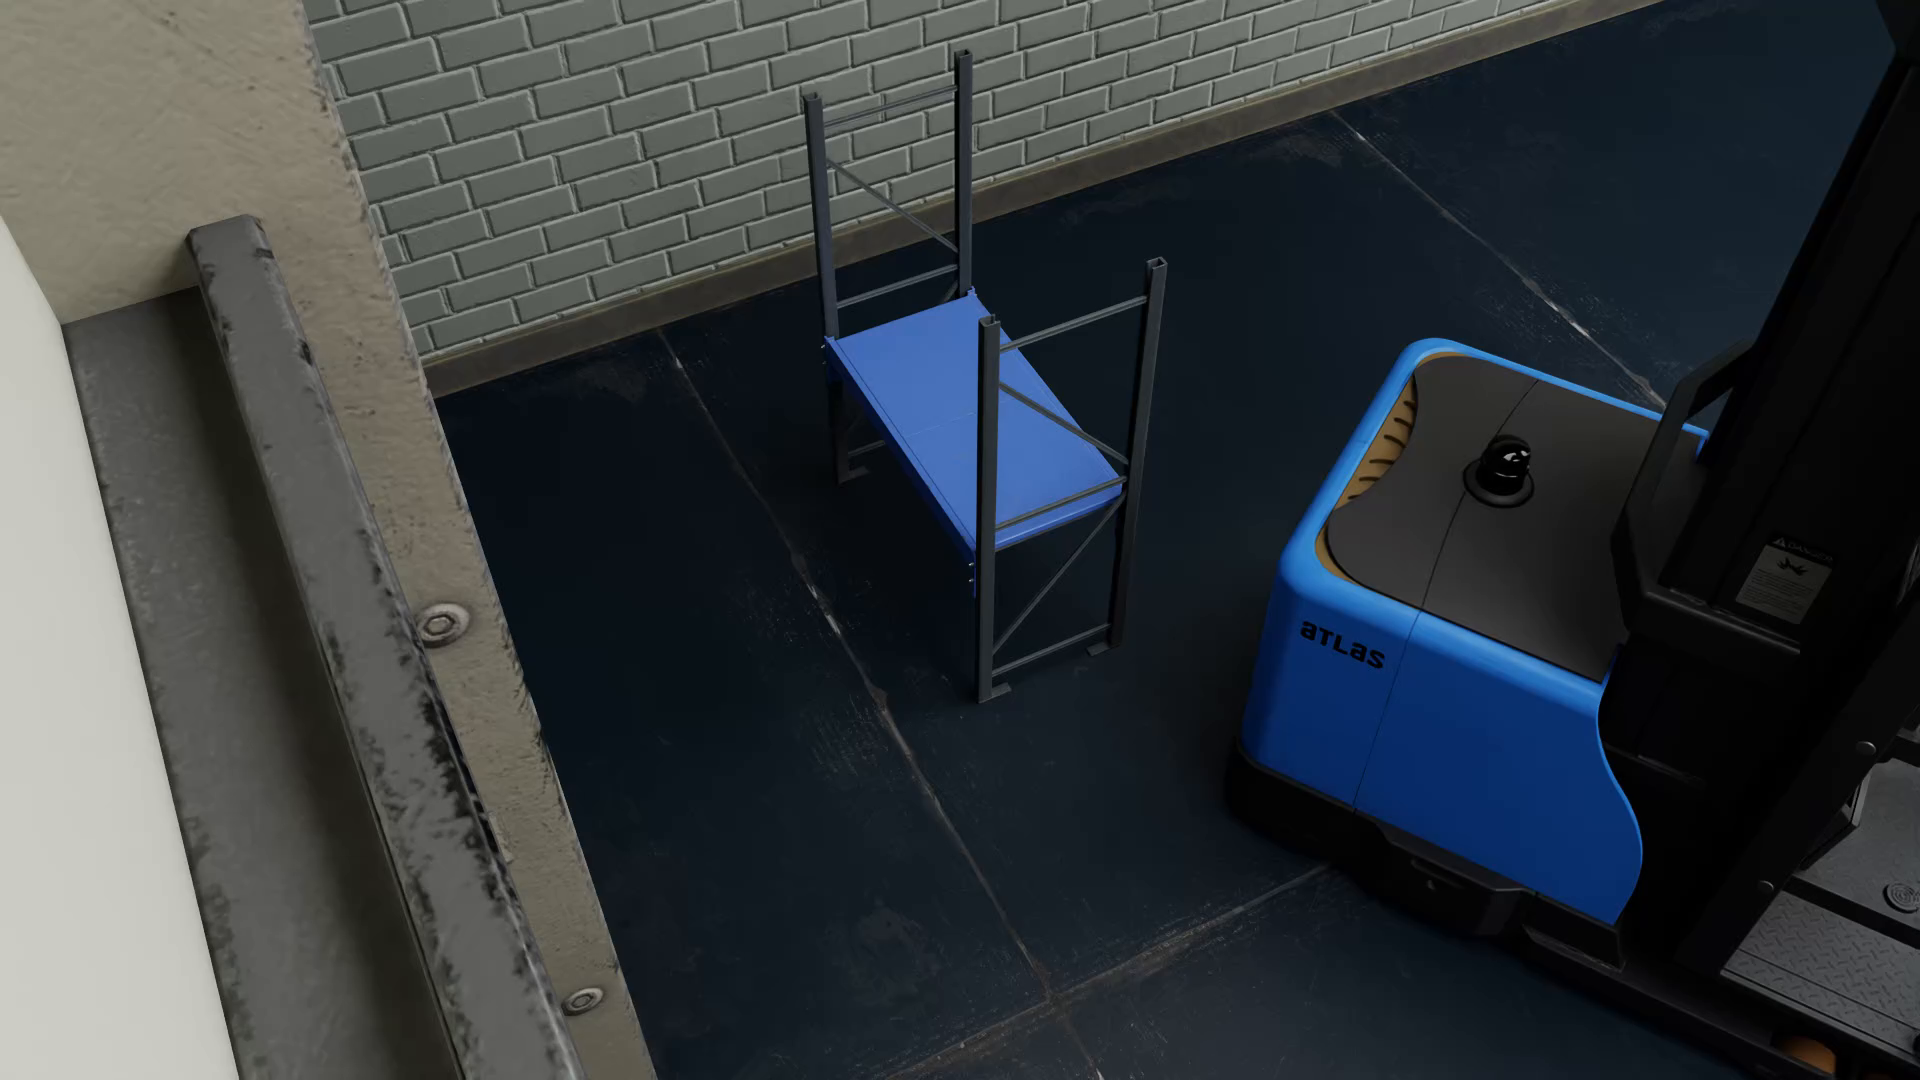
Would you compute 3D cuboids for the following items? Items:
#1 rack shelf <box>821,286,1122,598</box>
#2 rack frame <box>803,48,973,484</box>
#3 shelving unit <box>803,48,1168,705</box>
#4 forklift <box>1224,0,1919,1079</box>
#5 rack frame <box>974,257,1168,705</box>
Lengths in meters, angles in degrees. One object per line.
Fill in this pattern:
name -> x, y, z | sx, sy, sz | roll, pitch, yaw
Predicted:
rack shelf -> 0.039, -0.318, 4.938 | 0.538, 0.185, 1.000 | -21, 52, -18
rack frame -> -0.194, -0.777, 5.100 | 0.500, 1.500, 0.032 | -21, 52, -18
shelving unit -> 0.039, -0.437, 4.803 | 0.538, 1.500, 1.048 | -21, 52, -18
forklift -> 2.282, 0.045, 3.431 | 3.031, 2.935, 1.130 | 24, 53, 19
rack frame -> 0.272, -0.096, 4.505 | 0.500, 1.500, 0.032 | -21, 52, -18
